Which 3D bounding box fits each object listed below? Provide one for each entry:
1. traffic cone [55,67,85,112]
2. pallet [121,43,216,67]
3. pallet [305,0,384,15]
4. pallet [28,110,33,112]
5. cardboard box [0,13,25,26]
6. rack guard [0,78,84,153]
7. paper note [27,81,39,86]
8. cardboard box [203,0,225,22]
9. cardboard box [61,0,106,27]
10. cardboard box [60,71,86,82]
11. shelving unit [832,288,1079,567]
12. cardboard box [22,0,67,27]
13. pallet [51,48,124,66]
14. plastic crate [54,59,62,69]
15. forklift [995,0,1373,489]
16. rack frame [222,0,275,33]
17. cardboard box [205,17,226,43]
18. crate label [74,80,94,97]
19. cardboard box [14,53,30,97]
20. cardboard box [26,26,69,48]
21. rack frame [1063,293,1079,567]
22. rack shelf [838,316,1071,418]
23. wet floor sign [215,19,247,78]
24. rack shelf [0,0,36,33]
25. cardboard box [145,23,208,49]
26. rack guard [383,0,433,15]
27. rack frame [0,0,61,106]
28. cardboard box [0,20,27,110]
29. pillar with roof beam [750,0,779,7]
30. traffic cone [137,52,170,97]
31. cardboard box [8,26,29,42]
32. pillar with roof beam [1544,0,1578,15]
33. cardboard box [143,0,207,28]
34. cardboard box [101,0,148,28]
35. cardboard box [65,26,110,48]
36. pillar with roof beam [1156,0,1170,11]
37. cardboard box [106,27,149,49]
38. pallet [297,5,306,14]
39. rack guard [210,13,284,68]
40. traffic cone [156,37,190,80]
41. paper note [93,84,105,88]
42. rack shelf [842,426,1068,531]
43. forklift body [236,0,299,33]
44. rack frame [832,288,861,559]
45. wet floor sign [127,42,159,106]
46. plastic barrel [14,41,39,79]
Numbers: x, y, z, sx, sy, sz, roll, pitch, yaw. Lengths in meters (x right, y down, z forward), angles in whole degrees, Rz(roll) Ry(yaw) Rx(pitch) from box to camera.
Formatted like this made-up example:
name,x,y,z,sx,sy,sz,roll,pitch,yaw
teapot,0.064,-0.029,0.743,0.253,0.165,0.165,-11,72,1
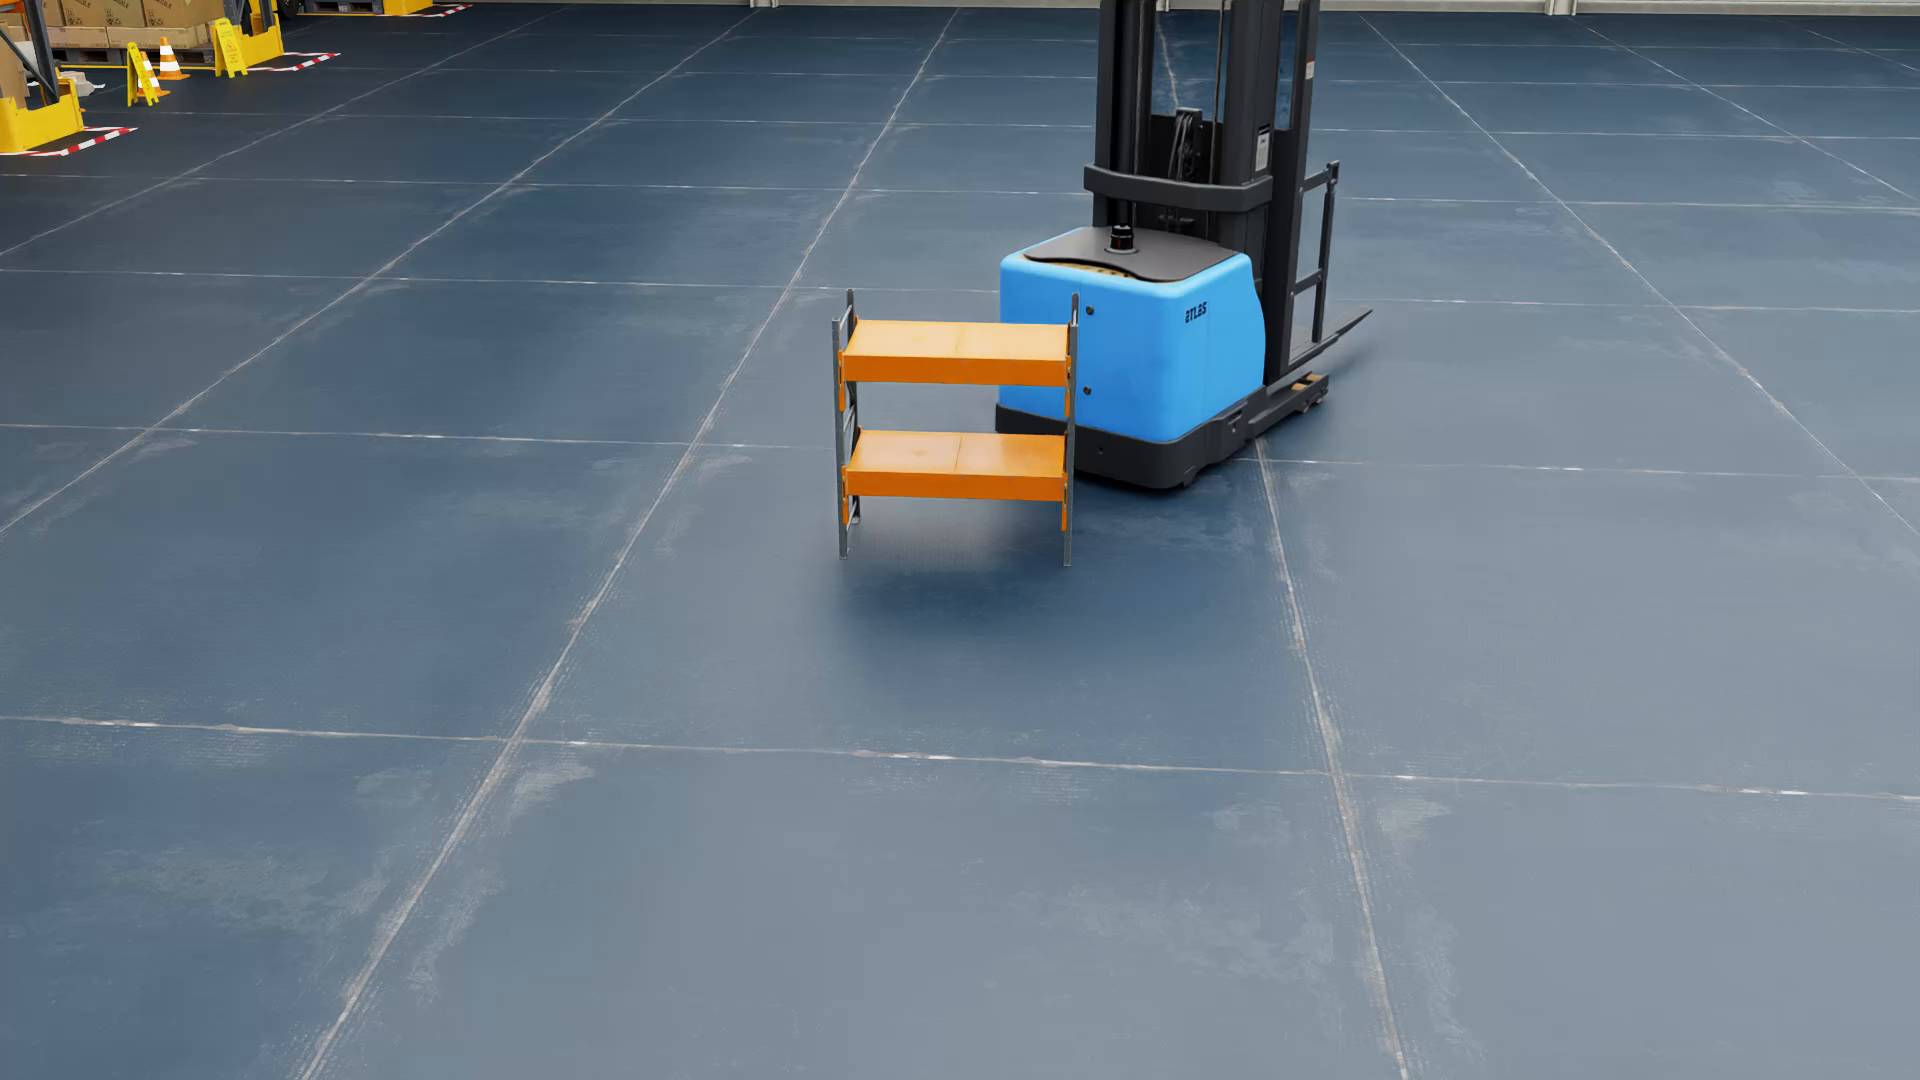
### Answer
name,x,y,z,sx,sy,sz,roll,pitch,yaw
traffic cone,-9.448,-4.718,17.450,0.334,0.463,0.336,2,25,4
pallet,-9.632,-6.104,20.764,1.213,0.211,1.003,2,25,4
pallet,-9.139,-8.137,25.182,1.213,0.211,1.003,2,25,4
pallet,-9.831,-3.988,16.164,1.213,0.211,1.003,2,25,4
cardboard box,-11.635,-6.595,20.383,0.500,0.500,0.500,3,25,6
rack guard,-9.004,-4.125,16.117,0.348,0.500,1.175,2,25,4
paper note,-10.680,-5.264,19.168,0.142,0.019,0.148,11,27,22
cardboard box,-9.556,-6.752,20.725,0.500,0.500,0.500,1,25,2
cardboard box,-10.591,-6.562,20.312,0.500,0.500,0.500,1,25,3
cardboard box,-10.210,-5.233,18.945,0.250,0.149,0.380,16,29,31
shelving unit,-0.007,-0.511,7.515,1.048,1.125,0.538,2,25,4
cardboard box,-11.119,-6.577,20.346,0.500,0.500,0.500,3,25,7
pallet,-10.846,-6.145,20.851,1.213,0.211,1.003,2,25,4
plastic crate,-11.235,-5.738,20.124,0.583,0.080,0.402,-7,26,-14
forklift,1.437,-2.142,8.899,1.130,2.935,3.031,16,29,31
rack frame,-8.749,-7.328,20.087,0.127,3.000,1.000,2,25,4
cardboard box,-9.532,-6.411,20.881,0.500,0.250,0.500,2,25,4
crate label,-9.811,-5.030,18.517,0.298,0.136,0.250,-11,27,-23
cardboard box,-10.694,-5.195,18.438,0.637,0.503,0.797,-17,30,-32
cardboard box,-11.108,-6.238,20.505,0.500,0.250,0.500,2,25,3
rack frame,0.500,-0.495,7.480,0.032,1.125,0.500,2,25,4
rack shelf,-0.007,-0.777,7.393,1.000,0.278,0.538,2,25,4
wet floor sign,-8.642,-5.806,19.597,0.232,0.644,0.267,11,27,22
rack shelf,-11.022,-4.999,15.886,4.000,0.370,1.077,2,25,4
cardboard box,-9.600,-6.184,20.388,0.500,0.250,0.500,2,25,4
rack guard,-8.349,-8.261,25.104,0.348,0.500,1.175,2,25,4
rack frame,-9.028,-5.262,15.597,0.127,3.000,1.000,2,25,4
cardboard box,-9.709,-4.481,15.940,0.875,0.875,0.875,2,25,4
pillar with roof beam,-3.345,-10.534,19.878,0.400,9.000,9.100,2,25,4
traffic cone,-9.023,-5.178,18.450,0.334,0.463,0.336,2,25,4
cardboard box,-11.637,-6.254,20.540,0.500,0.250,0.500,3,25,7
pillar with roof beam,8.619,-10.150,19.043,0.400,9.000,9.100,2,25,4
cardboard box,-9.568,-6.527,20.237,0.500,0.500,0.500,2,25,4
cardboard box,-10.089,-6.543,20.270,0.500,0.500,0.500,3,25,6
cardboard box,-10.614,-6.218,20.461,0.500,0.250,0.500,1,25,2
pillar with roof beam,2.637,-10.342,19.460,0.400,9.000,9.100,2,25,4
cardboard box,-10.092,-6.203,20.430,0.500,0.250,0.500,2,25,4
pallet,-10.352,-8.177,25.269,1.213,0.211,1.003,2,25,4
rack guard,-8.825,-6.195,20.615,0.348,0.500,1.175,2,25,4
traffic cone,-9.277,-5.652,19.479,0.334,0.463,0.336,2,25,4
paper note,-9.844,-5.180,18.971,0.142,0.019,0.148,-7,26,-14
rack shelf,-0.007,-0.289,7.618,1.000,0.278,0.538,2,25,4
forklift body,-10.403,-8.312,23.240,1.214,2.155,2.313,2,25,4
rack frame,-0.514,-0.527,7.551,0.032,1.125,0.500,2,25,4
wet floor sign,-8.847,-5.017,17.880,0.232,0.644,0.267,-2,25,-5
plastic barrel,-10.925,-5.593,19.398,0.421,0.421,0.512,22,33,39
